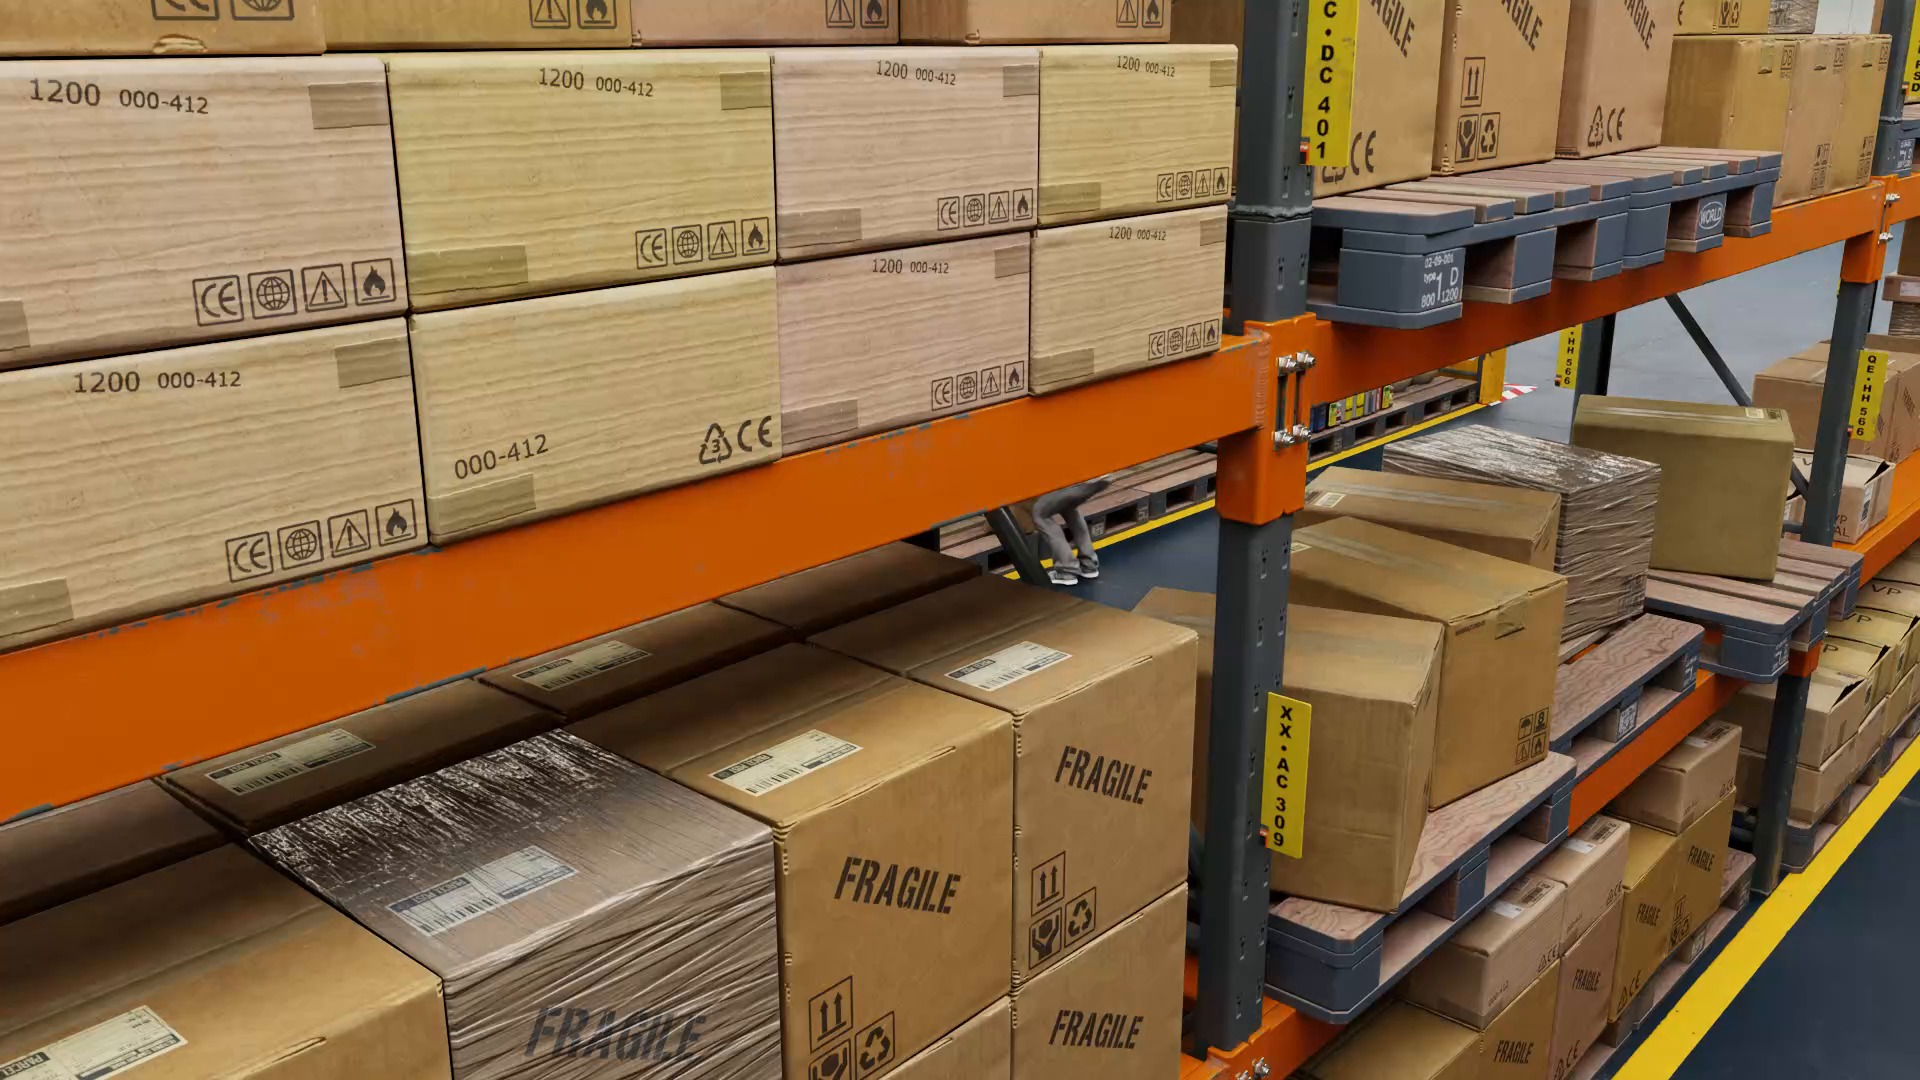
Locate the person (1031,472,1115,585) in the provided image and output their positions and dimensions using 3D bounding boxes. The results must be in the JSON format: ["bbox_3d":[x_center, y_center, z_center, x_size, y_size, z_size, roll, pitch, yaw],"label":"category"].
[{"bbox_3d":[0.641,-0.389,10.273,0.620,1.337,0.461,15,23,39],"label":"person"}]
